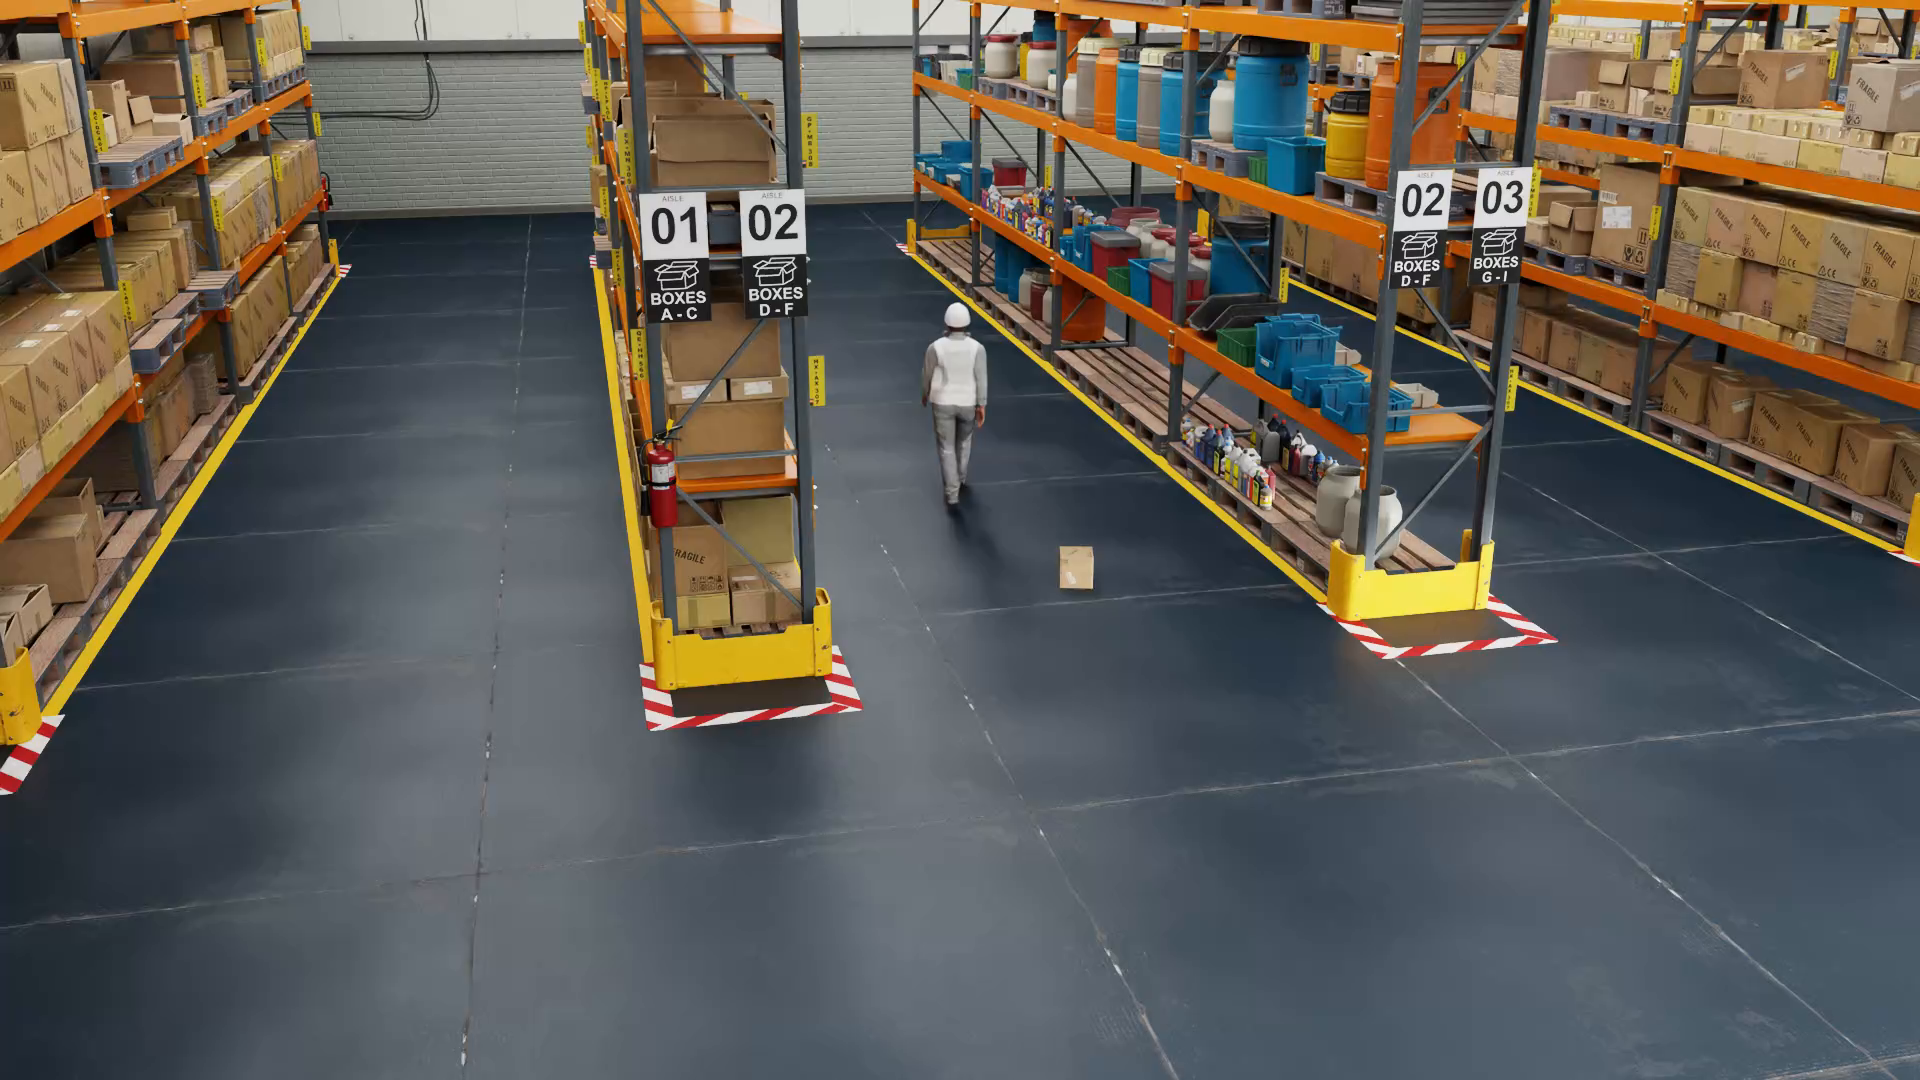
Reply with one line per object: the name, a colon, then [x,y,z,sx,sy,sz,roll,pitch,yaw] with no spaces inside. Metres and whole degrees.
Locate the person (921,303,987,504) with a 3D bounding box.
person: [-0.060,-1.219,14.479,0.549,1.726,1.048,-3,20,-9]
